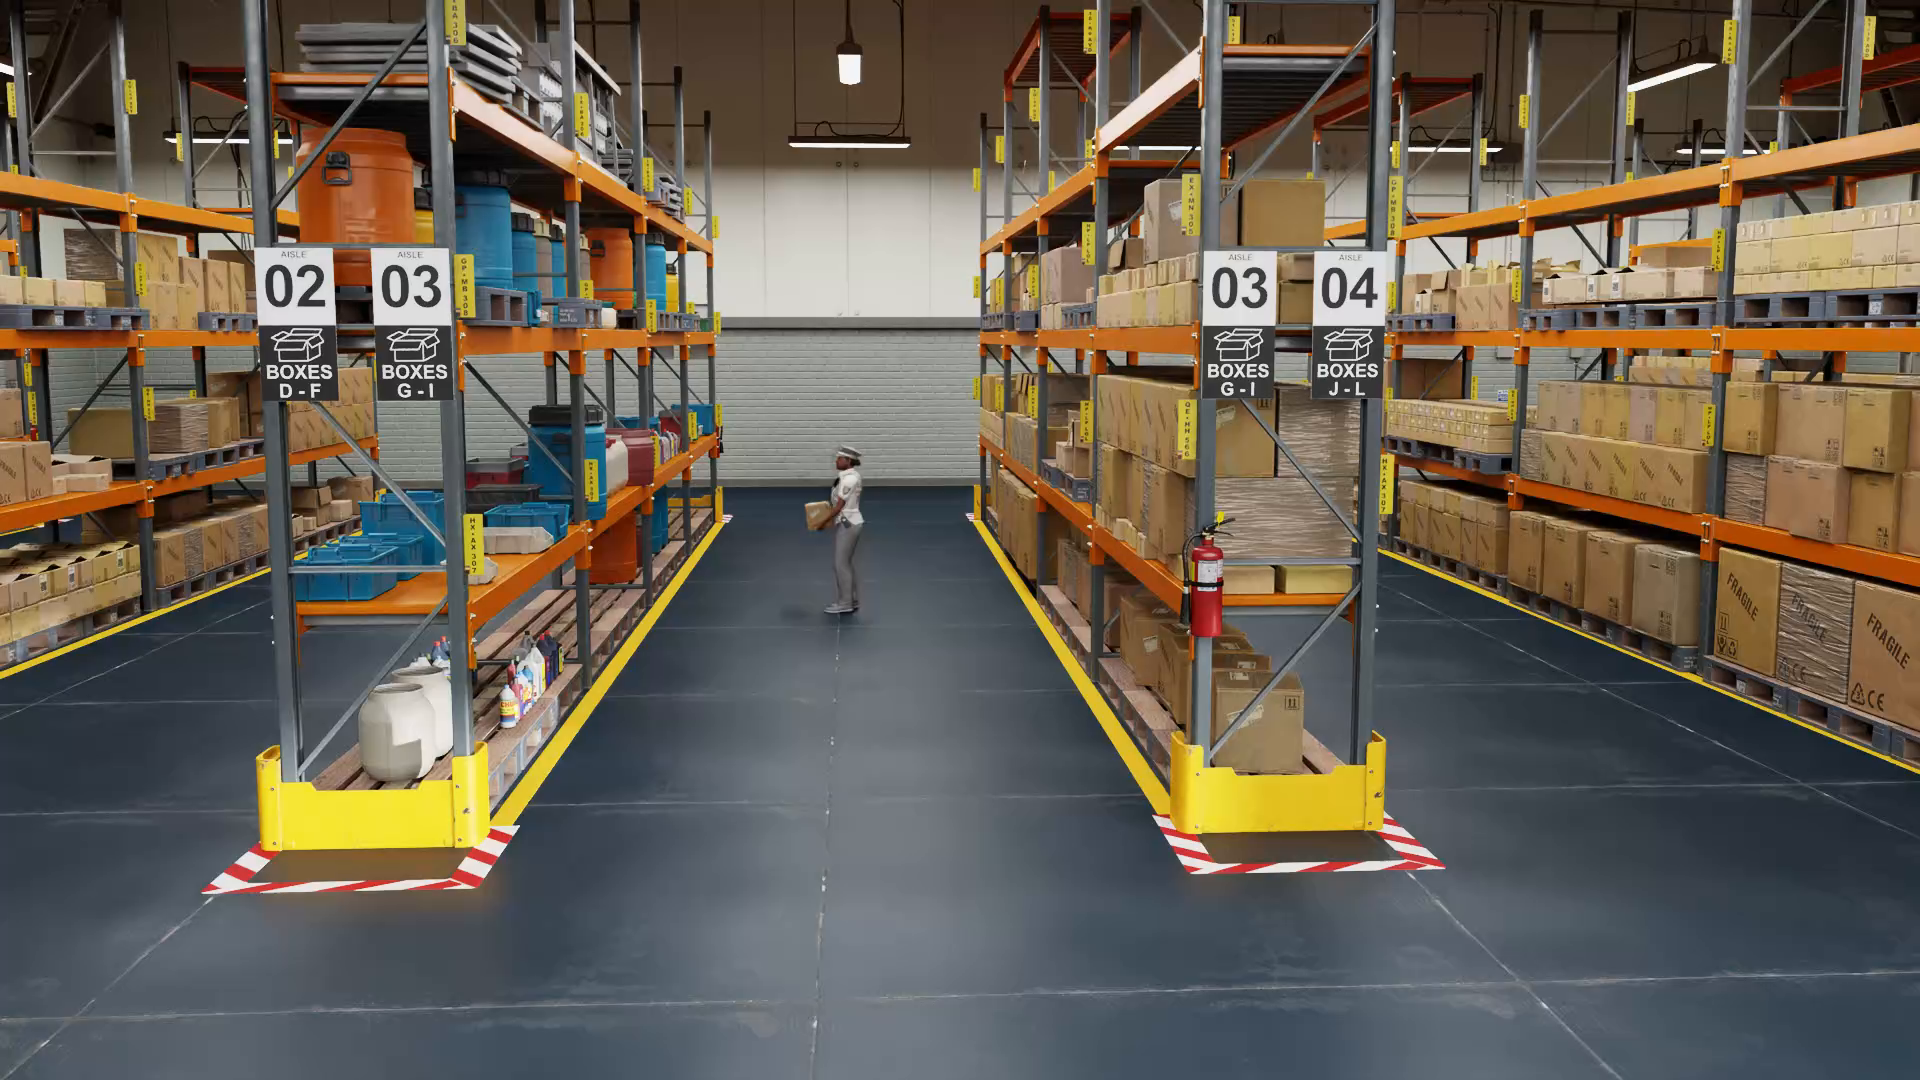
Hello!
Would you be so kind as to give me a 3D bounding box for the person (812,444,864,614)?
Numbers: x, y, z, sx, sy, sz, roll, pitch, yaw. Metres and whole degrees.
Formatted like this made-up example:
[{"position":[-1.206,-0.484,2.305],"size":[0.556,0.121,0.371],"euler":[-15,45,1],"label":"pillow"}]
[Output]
[{"position":[-1.221,-0.116,16.634],"size":[0.519,1.688,0.435],"euler":[-1,7,-4],"label":"person"}]
